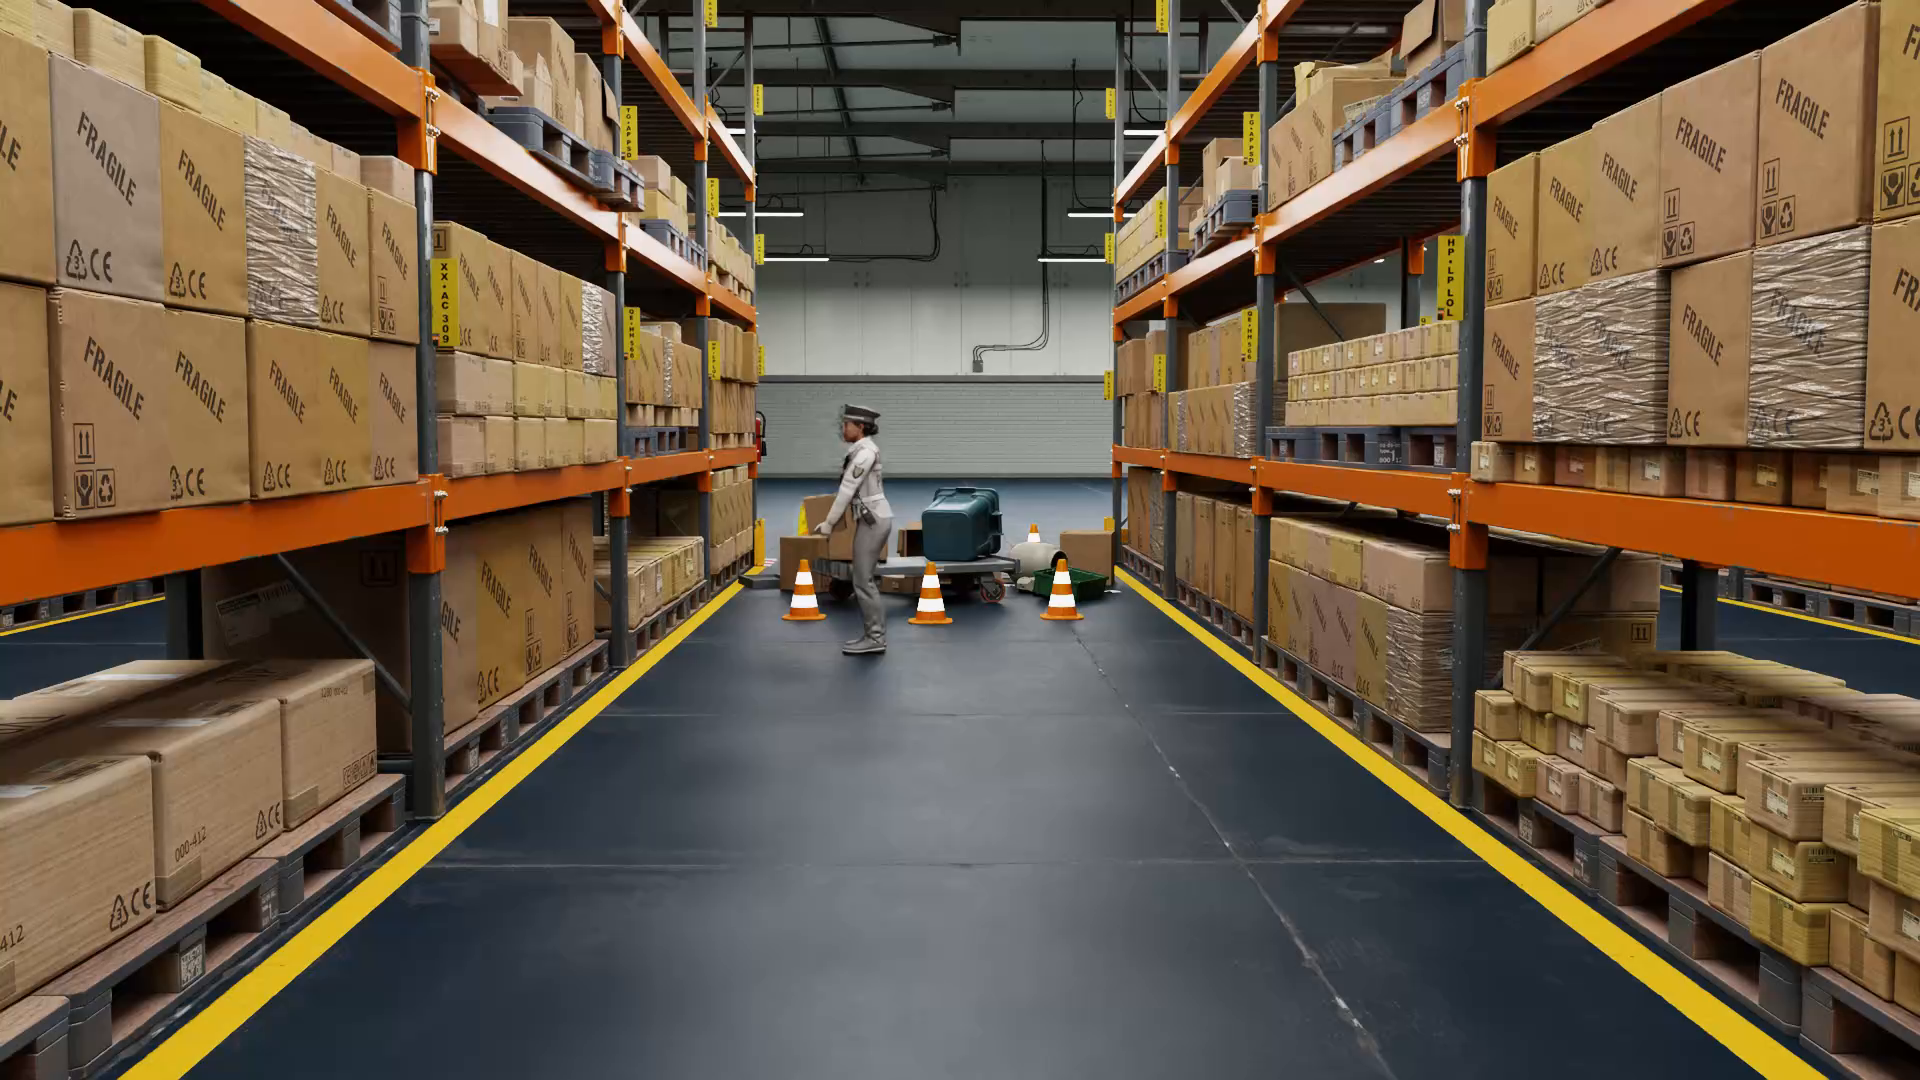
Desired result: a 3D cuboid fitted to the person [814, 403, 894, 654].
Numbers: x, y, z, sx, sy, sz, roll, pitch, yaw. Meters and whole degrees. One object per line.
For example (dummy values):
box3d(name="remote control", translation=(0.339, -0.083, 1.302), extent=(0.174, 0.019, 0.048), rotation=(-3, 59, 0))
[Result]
box3d(name="person", translation=(-0.708, -0.080, 11.165), extent=(0.535, 1.674, 0.416), rotation=(0, 4, -2))
